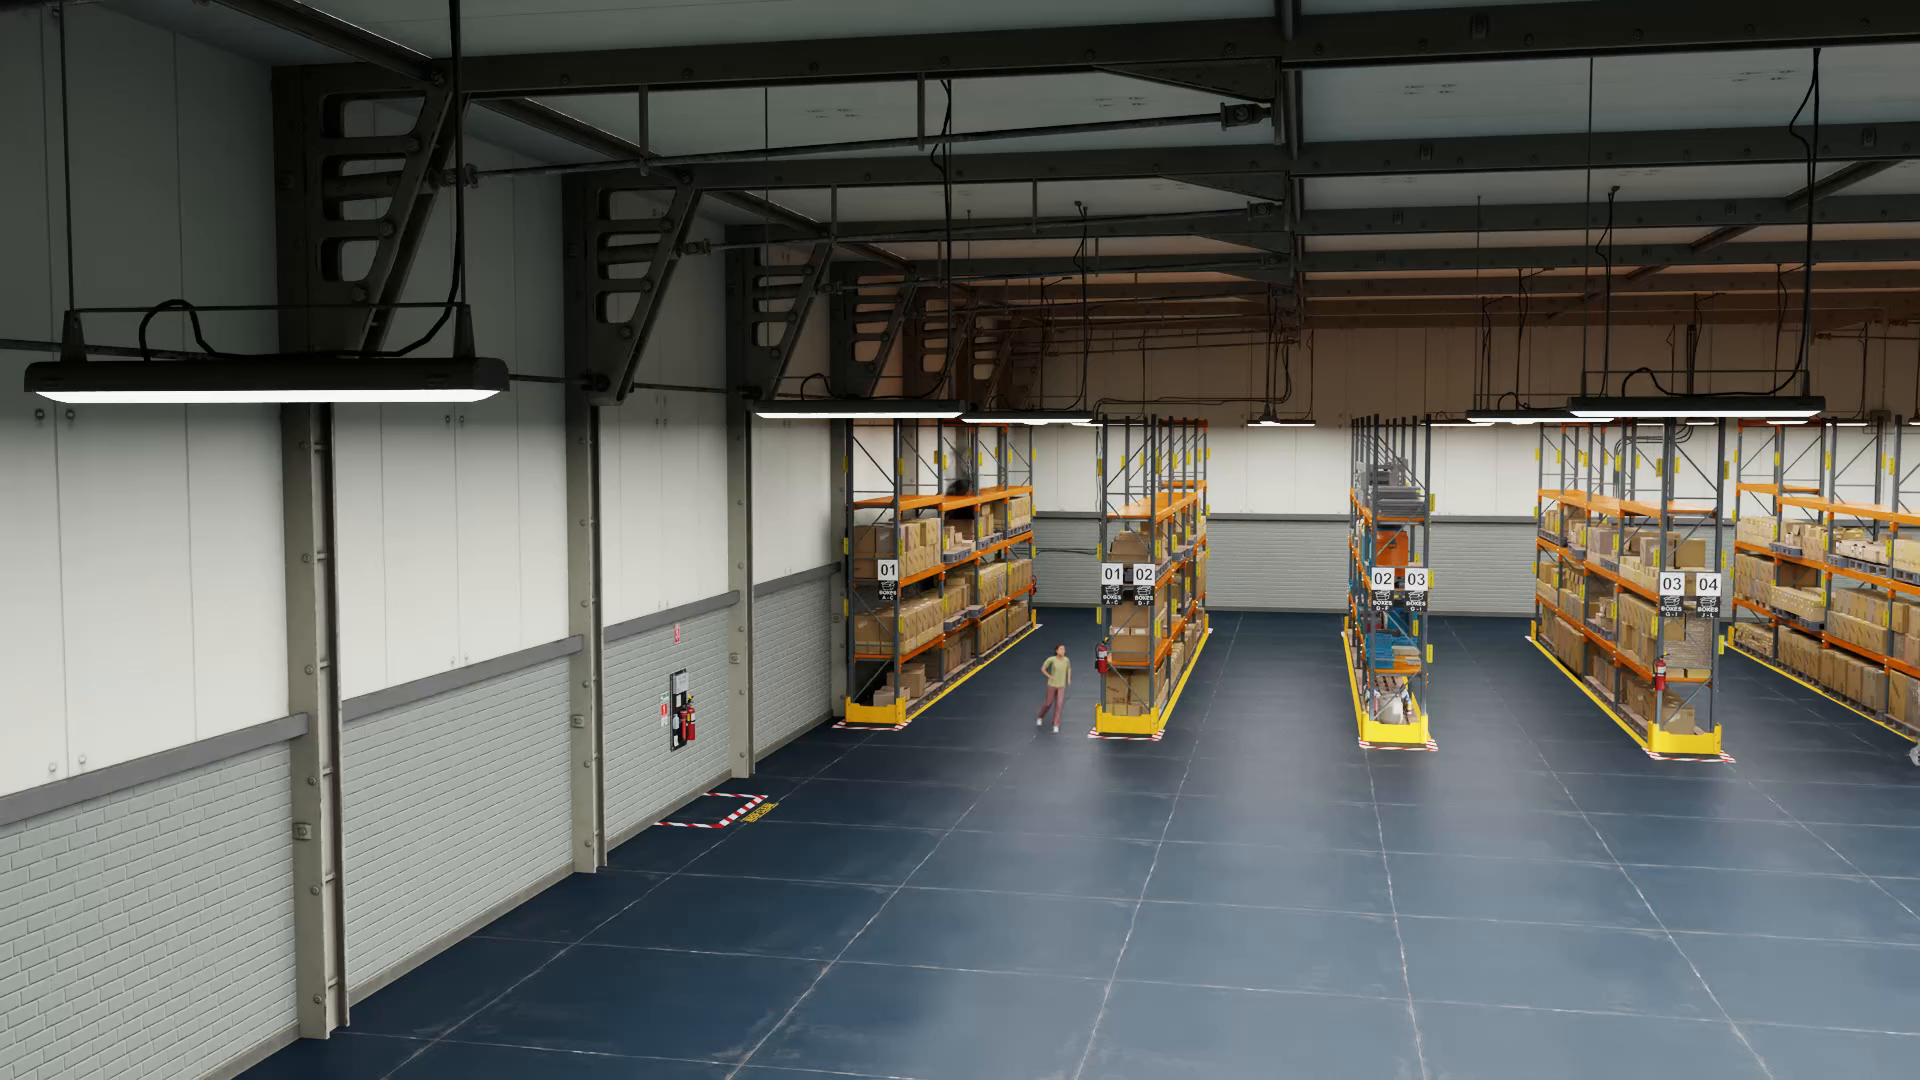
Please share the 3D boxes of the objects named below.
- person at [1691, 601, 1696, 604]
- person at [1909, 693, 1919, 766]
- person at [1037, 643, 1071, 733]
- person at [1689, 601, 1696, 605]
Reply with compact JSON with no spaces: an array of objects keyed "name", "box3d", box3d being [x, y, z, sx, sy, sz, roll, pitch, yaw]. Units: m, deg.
[{"name":"person","box3d":[18.675,2.023,41.695,0.703,1.778,0.999,1,4,16]},{"name":"person","box3d":[16.453,2.999,27.906,0.663,1.795,0.880,-2,4,-23]},{"name":"person","box3d":[1.854,2.780,31.608,0.637,1.637,0.954,-1,4,-13]},{"name":"person","box3d":[19.766,1.895,44.731,0.557,1.689,0.767,-1,4,-19]}]
